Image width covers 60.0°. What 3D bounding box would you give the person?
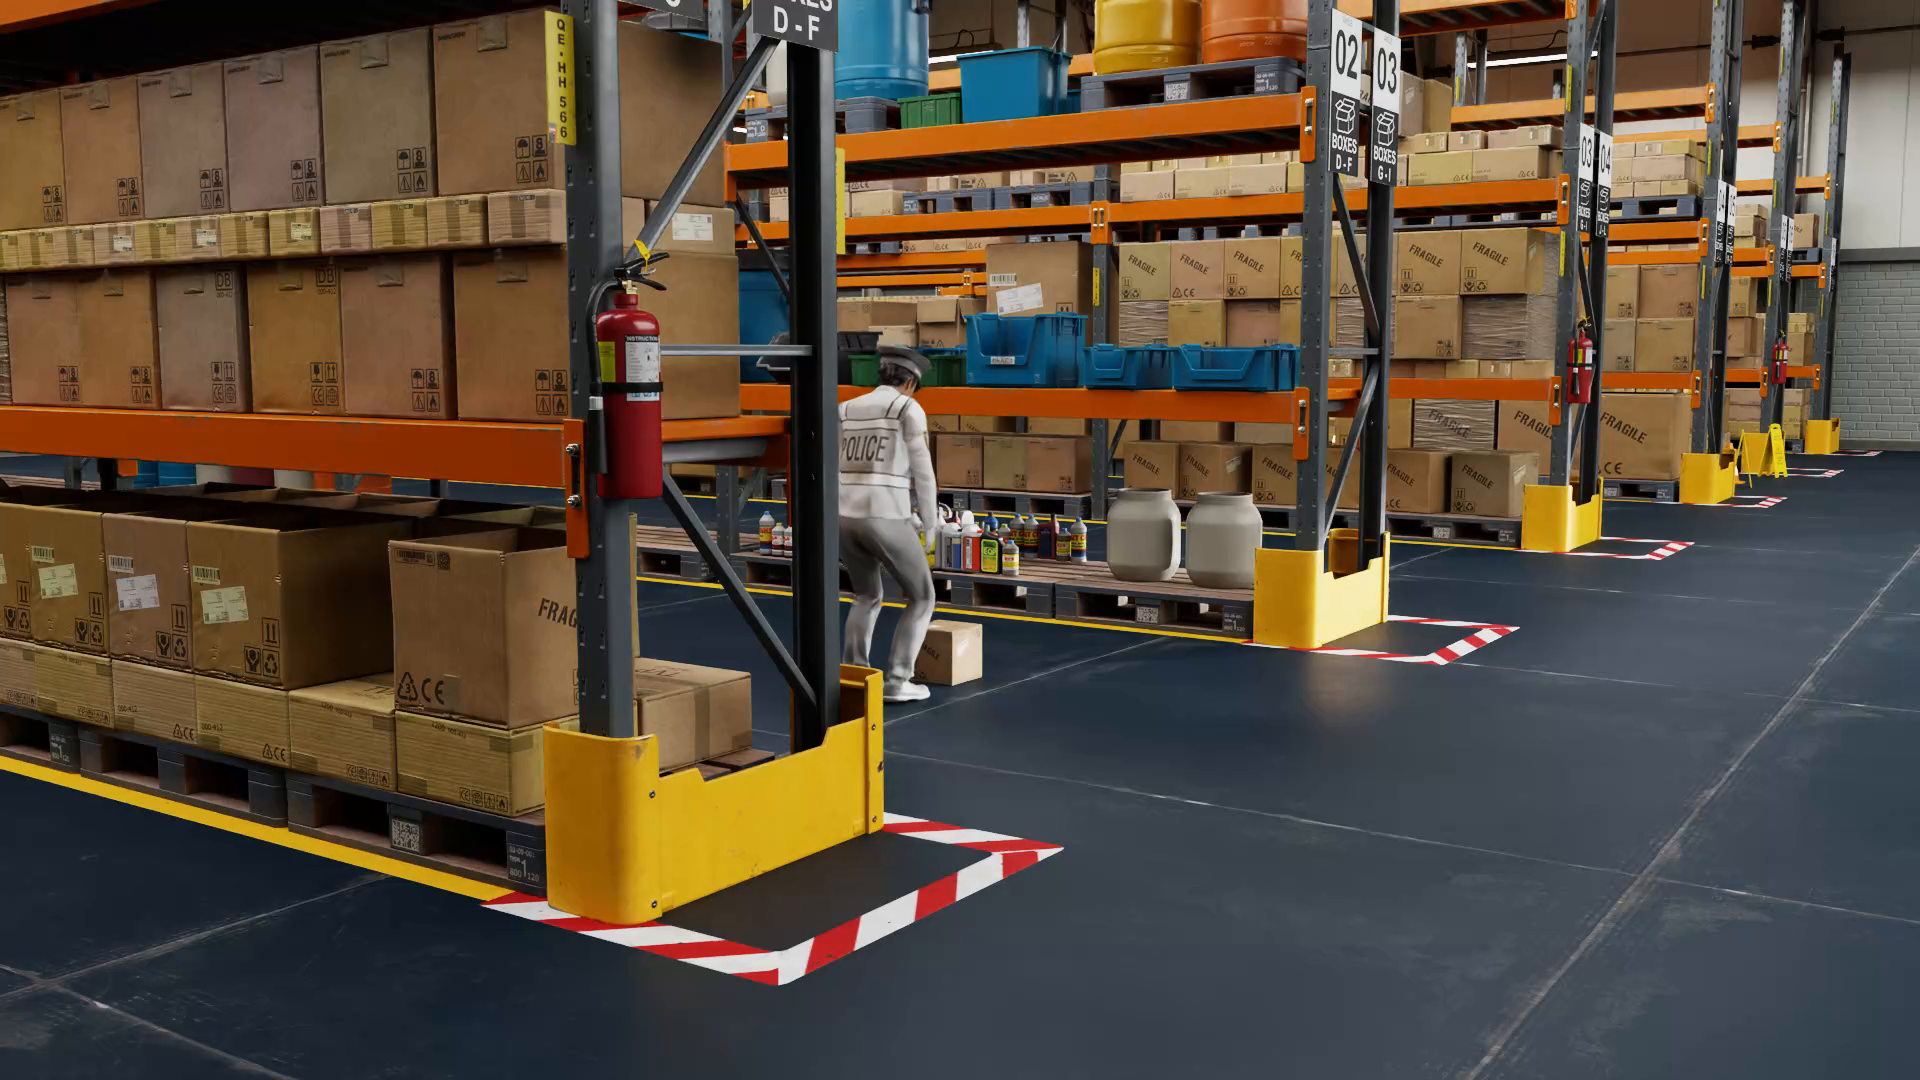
[{"bbox_3d":[-0.340,-0.075,7.275,0.523,1.542,0.570,4,8,34],"label":"person"}]
